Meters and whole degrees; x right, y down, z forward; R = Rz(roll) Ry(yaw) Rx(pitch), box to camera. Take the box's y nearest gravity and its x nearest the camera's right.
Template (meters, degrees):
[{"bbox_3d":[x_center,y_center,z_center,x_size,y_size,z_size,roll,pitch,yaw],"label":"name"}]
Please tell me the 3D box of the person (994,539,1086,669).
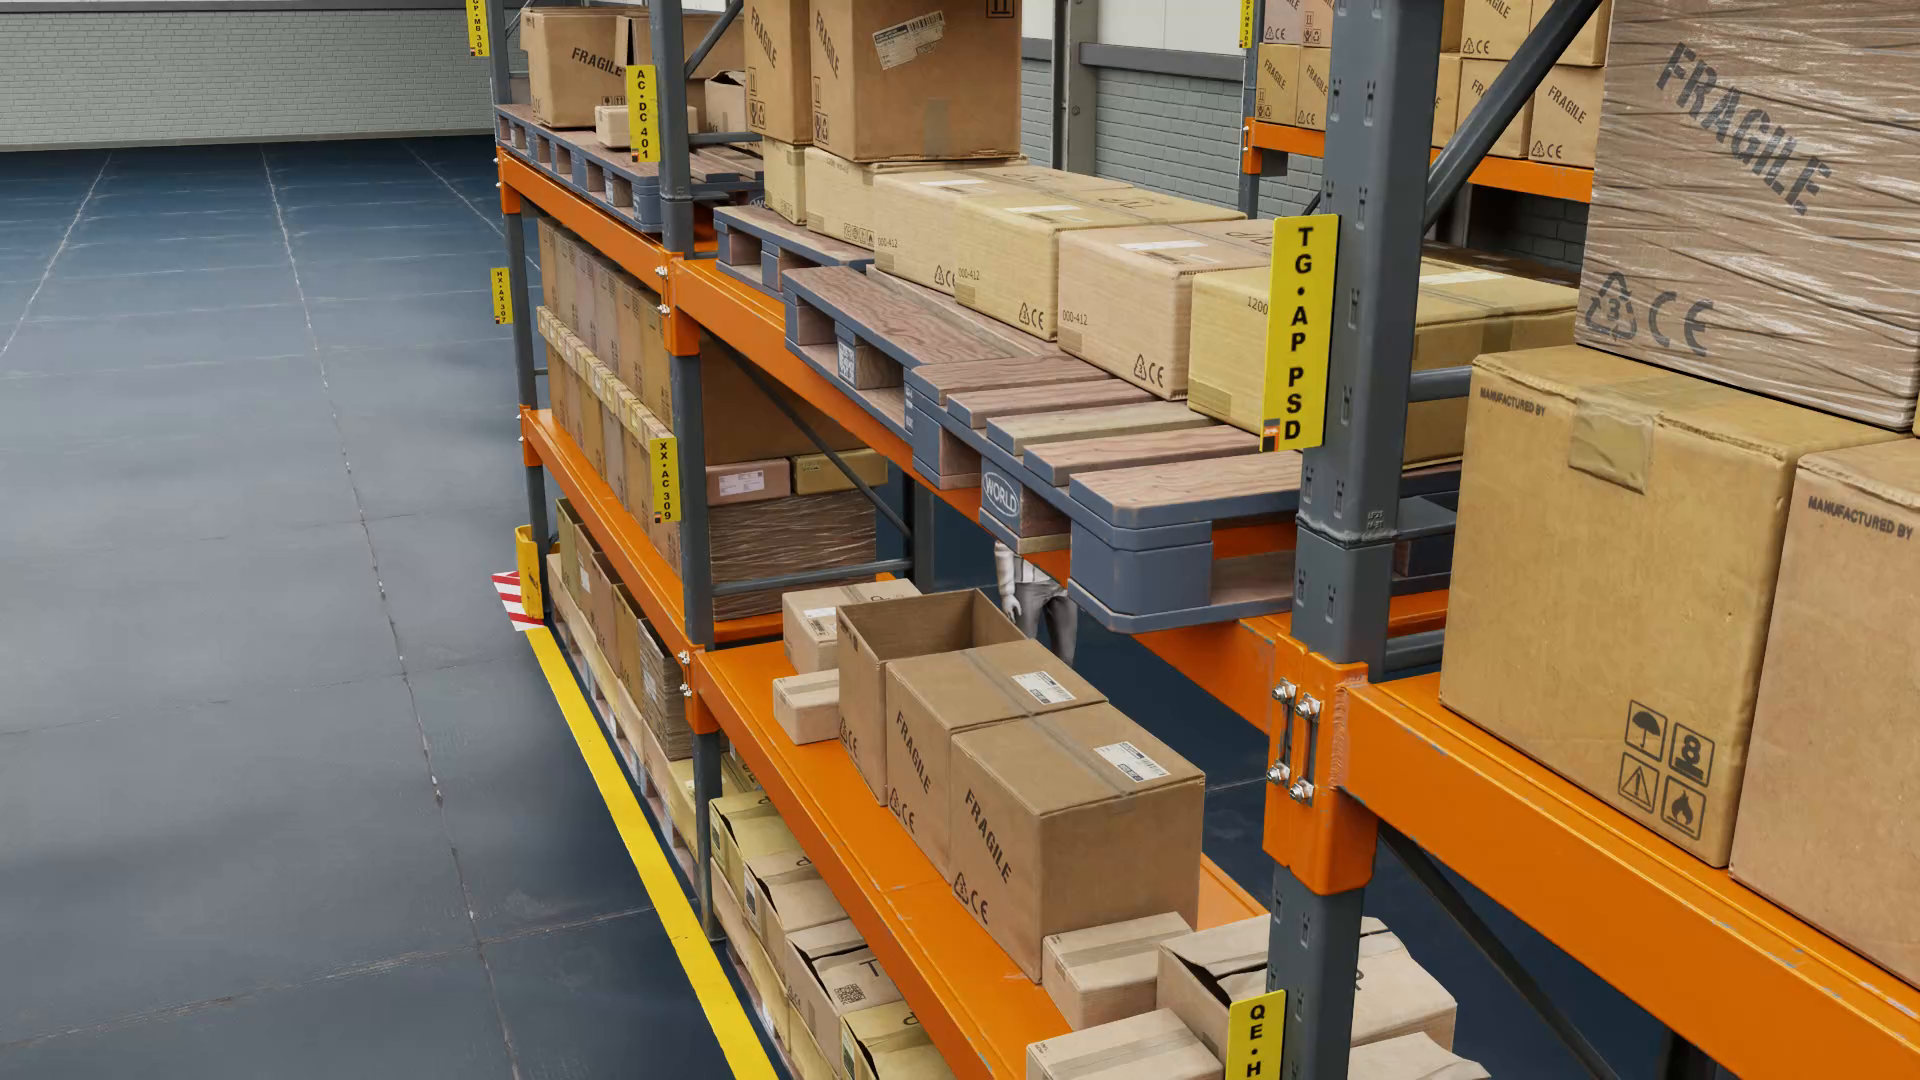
[{"bbox_3d":[0.429,0.245,8.345,0.543,1.665,0.372,-9,21,-23],"label":"person"}]
